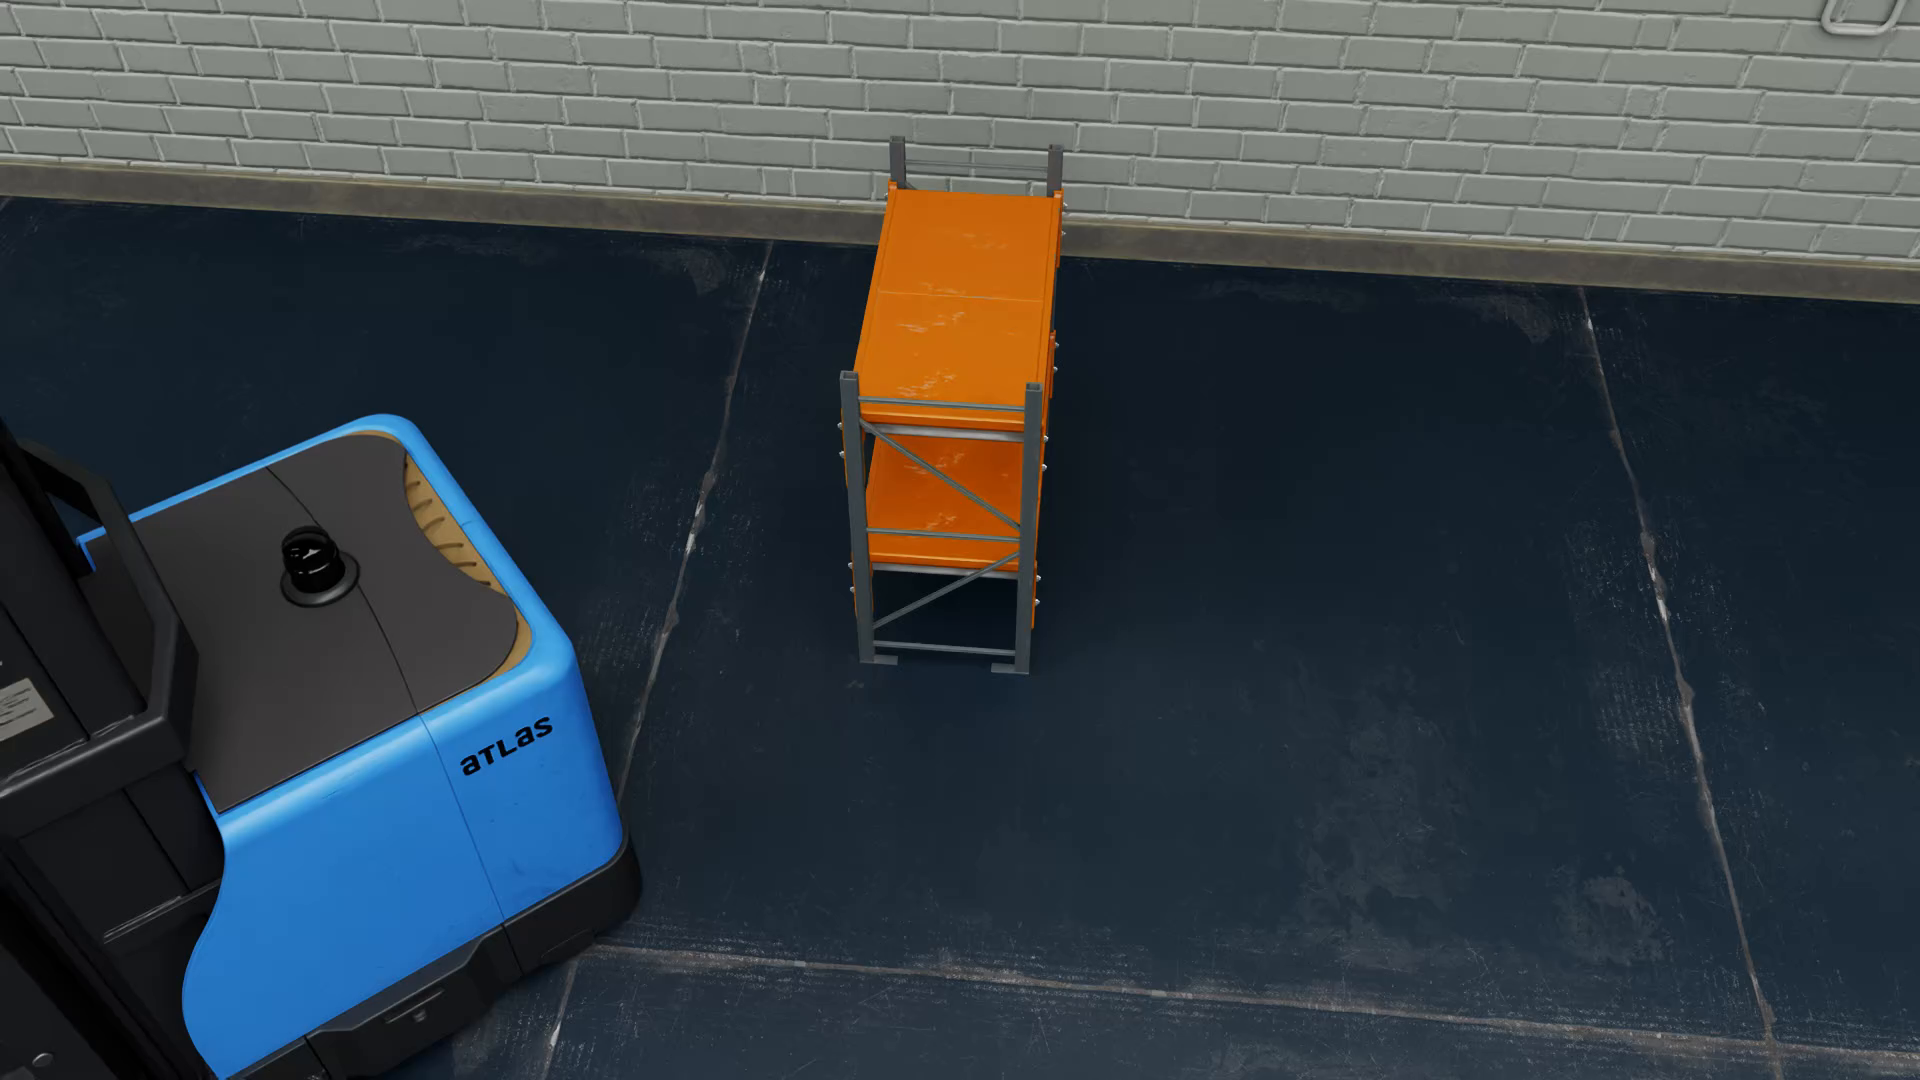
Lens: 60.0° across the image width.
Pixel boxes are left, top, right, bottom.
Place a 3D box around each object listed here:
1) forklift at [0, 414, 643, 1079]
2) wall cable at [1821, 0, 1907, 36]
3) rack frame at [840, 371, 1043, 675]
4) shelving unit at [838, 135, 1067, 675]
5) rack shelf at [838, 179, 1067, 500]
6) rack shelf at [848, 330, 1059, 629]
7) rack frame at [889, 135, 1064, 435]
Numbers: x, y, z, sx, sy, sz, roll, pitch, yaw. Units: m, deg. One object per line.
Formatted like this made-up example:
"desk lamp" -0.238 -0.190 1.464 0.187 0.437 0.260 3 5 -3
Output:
"forklift" -2.320 0.322 2.969 3.031 2.935 1.130 -28 53 -23
"wall cable" 2.698 -2.249 4.564 0.585 1.953 0.123 4 48 4
"rack frame" -0.046 -0.011 4.498 0.500 1.125 0.032 4 48 4
"shelving unit" 0.001 -0.385 4.839 0.538 1.125 1.048 4 48 4
"rack shelf" 0.001 -0.582 4.623 0.538 0.278 1.000 4 48 4
"rack shelf" 0.001 -0.220 5.020 0.538 0.278 1.000 4 48 4
"rack frame" 0.047 -0.758 5.181 0.500 1.125 0.032 4 48 4
